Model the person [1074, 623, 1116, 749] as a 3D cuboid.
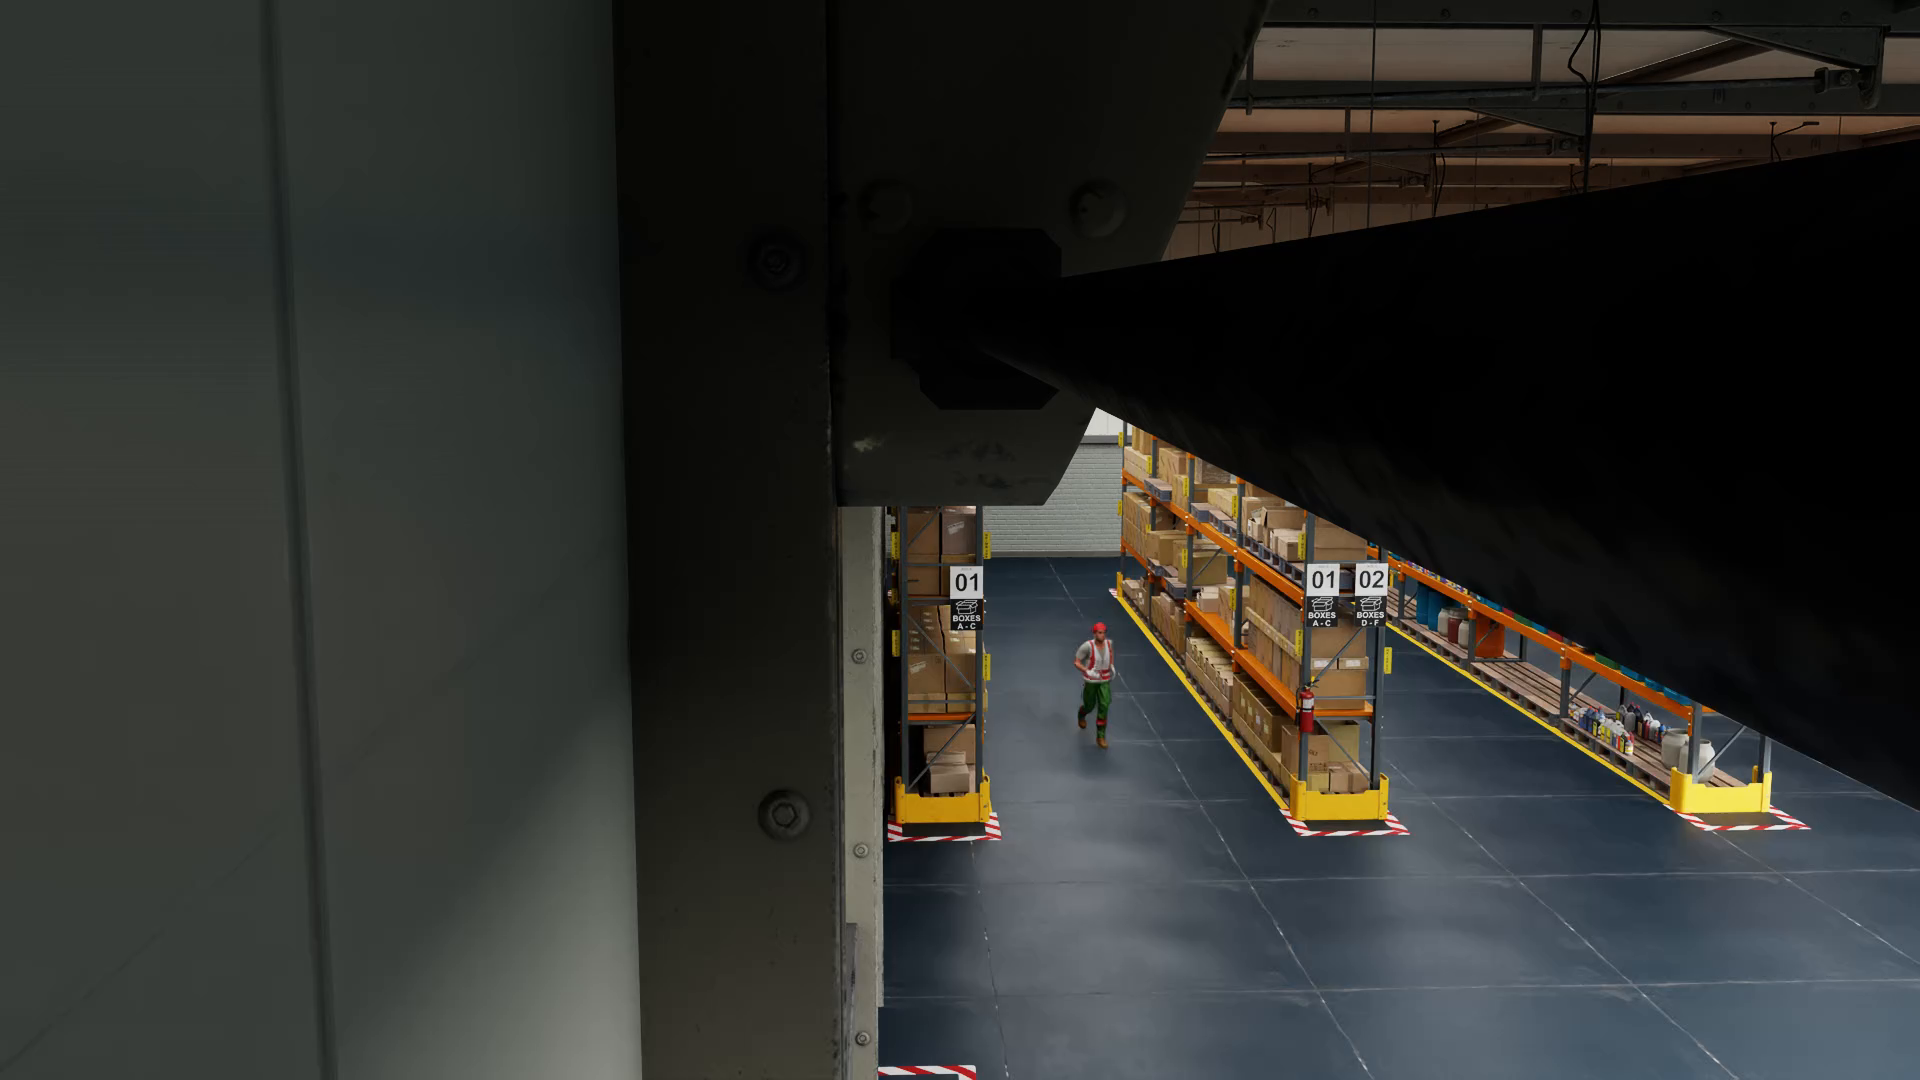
[{"bbox_3d":[1.972,2.058,24.211,0.685,1.774,1.025,-3,9,-20],"label":"person"}]
